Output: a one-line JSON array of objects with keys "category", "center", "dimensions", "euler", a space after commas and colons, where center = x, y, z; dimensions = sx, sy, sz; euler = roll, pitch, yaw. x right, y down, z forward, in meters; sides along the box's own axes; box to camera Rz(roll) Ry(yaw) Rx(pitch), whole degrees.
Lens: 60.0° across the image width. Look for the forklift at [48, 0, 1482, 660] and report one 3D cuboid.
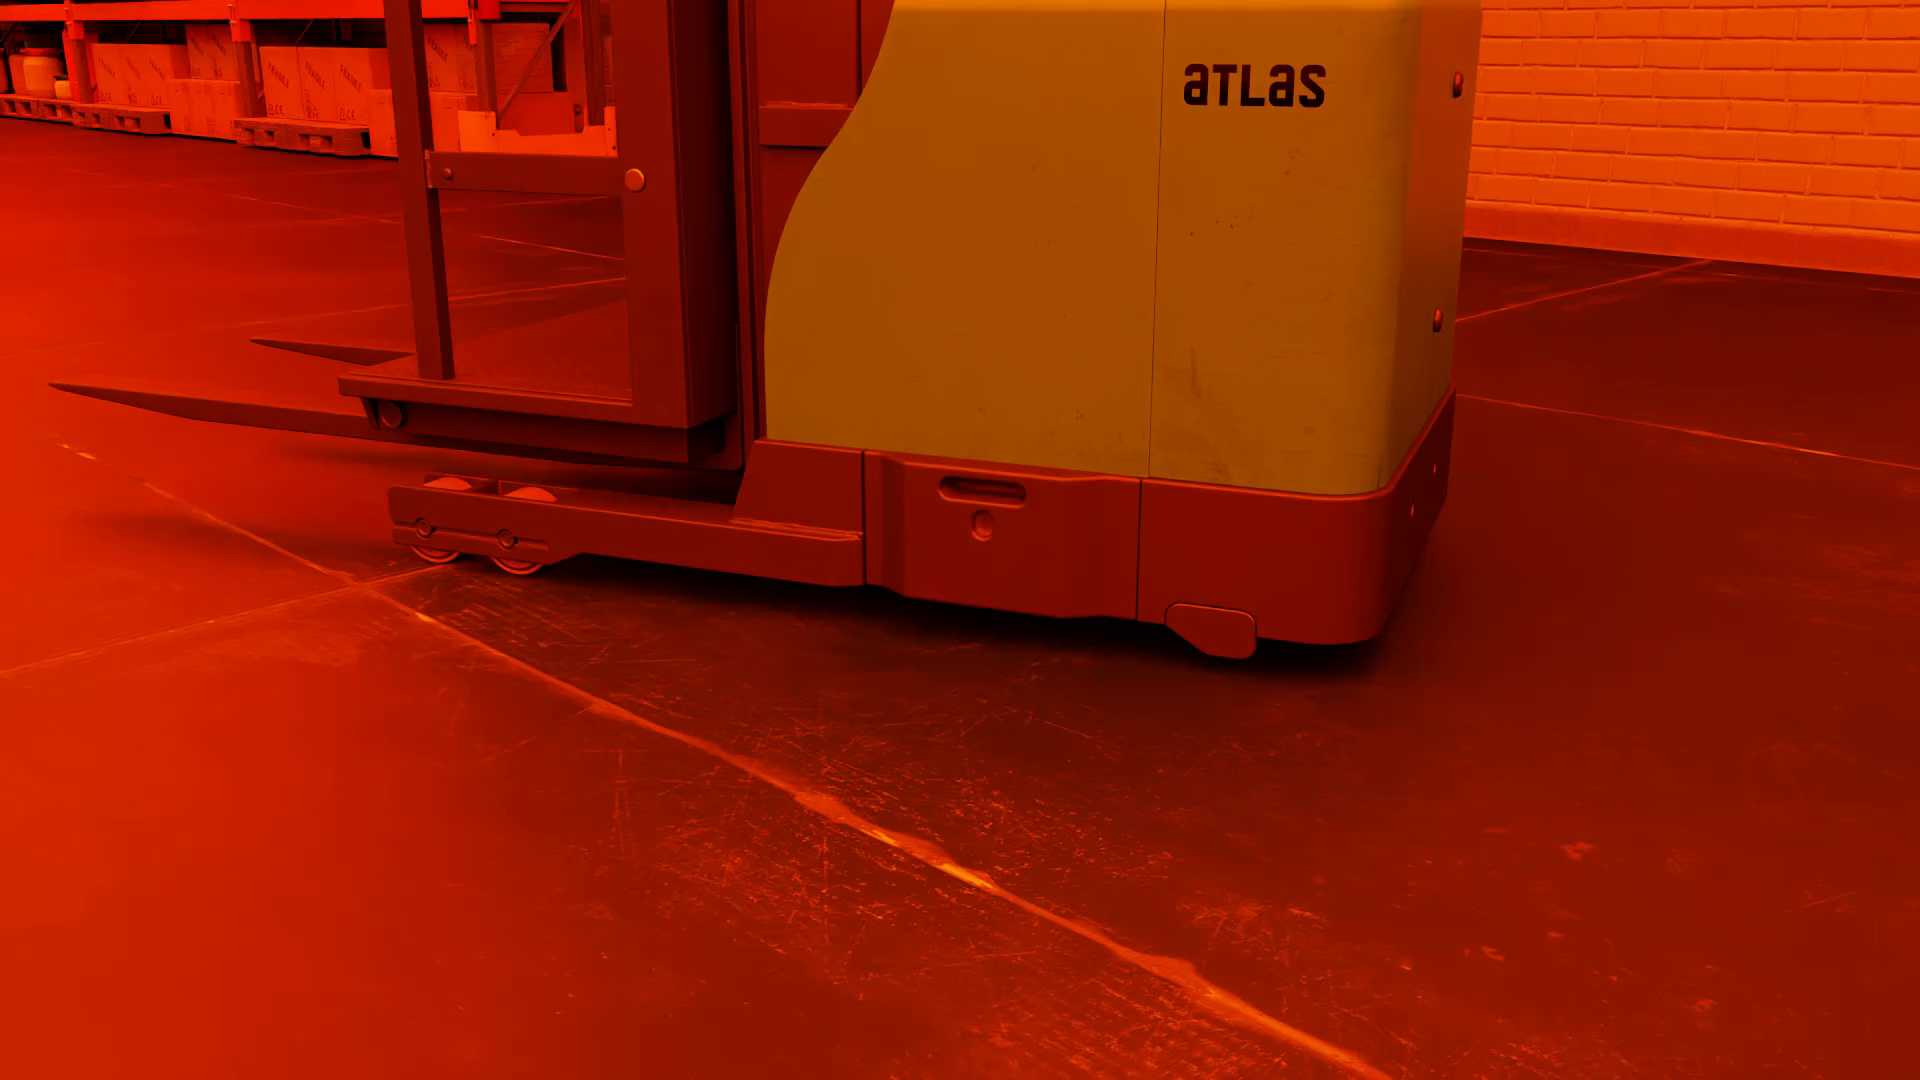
[{"category": "forklift", "center": [-0.563, -1.469, 3.184], "dimensions": [3.031, 2.935, 1.130], "euler": [7, 18, 21]}]
